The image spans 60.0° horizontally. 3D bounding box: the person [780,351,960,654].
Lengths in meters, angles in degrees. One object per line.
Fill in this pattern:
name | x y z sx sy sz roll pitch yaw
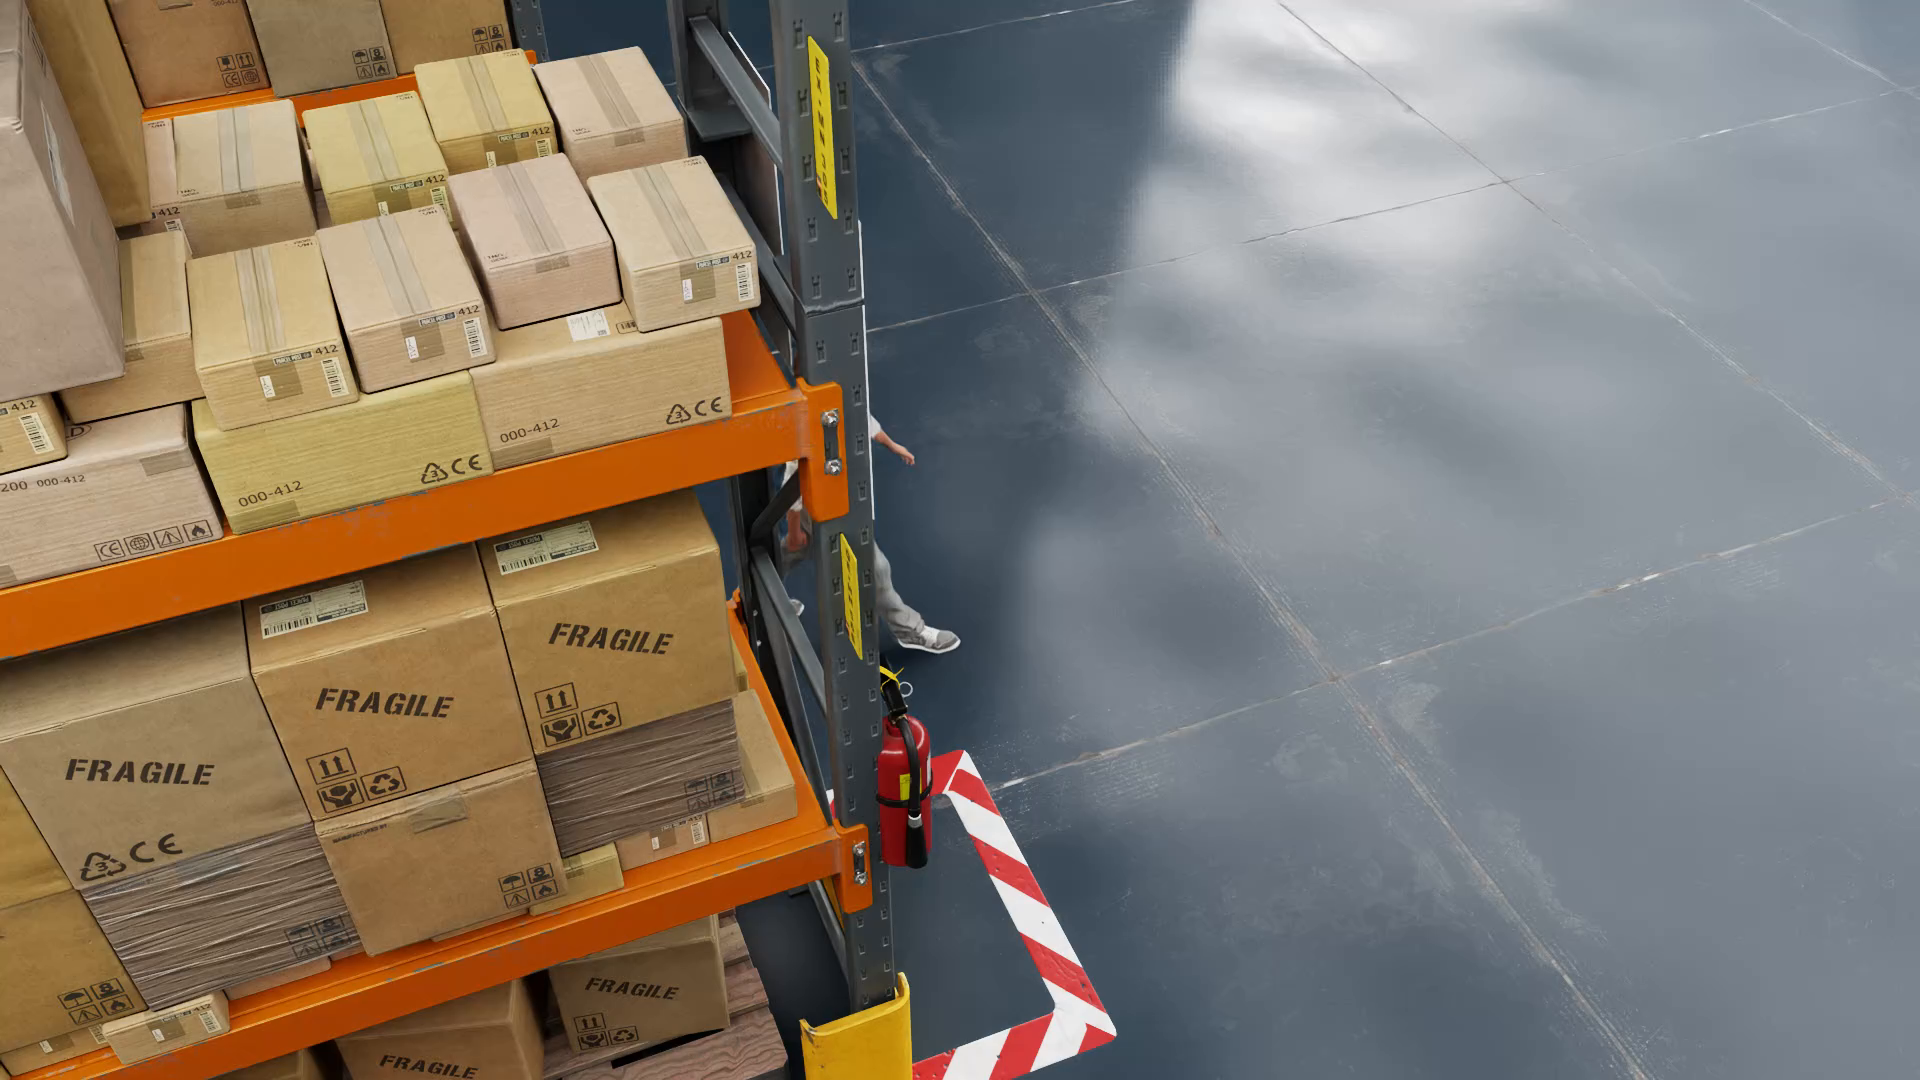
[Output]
person | -0.454 -0.184 6.360 0.925 1.536 0.524 3 42 3
